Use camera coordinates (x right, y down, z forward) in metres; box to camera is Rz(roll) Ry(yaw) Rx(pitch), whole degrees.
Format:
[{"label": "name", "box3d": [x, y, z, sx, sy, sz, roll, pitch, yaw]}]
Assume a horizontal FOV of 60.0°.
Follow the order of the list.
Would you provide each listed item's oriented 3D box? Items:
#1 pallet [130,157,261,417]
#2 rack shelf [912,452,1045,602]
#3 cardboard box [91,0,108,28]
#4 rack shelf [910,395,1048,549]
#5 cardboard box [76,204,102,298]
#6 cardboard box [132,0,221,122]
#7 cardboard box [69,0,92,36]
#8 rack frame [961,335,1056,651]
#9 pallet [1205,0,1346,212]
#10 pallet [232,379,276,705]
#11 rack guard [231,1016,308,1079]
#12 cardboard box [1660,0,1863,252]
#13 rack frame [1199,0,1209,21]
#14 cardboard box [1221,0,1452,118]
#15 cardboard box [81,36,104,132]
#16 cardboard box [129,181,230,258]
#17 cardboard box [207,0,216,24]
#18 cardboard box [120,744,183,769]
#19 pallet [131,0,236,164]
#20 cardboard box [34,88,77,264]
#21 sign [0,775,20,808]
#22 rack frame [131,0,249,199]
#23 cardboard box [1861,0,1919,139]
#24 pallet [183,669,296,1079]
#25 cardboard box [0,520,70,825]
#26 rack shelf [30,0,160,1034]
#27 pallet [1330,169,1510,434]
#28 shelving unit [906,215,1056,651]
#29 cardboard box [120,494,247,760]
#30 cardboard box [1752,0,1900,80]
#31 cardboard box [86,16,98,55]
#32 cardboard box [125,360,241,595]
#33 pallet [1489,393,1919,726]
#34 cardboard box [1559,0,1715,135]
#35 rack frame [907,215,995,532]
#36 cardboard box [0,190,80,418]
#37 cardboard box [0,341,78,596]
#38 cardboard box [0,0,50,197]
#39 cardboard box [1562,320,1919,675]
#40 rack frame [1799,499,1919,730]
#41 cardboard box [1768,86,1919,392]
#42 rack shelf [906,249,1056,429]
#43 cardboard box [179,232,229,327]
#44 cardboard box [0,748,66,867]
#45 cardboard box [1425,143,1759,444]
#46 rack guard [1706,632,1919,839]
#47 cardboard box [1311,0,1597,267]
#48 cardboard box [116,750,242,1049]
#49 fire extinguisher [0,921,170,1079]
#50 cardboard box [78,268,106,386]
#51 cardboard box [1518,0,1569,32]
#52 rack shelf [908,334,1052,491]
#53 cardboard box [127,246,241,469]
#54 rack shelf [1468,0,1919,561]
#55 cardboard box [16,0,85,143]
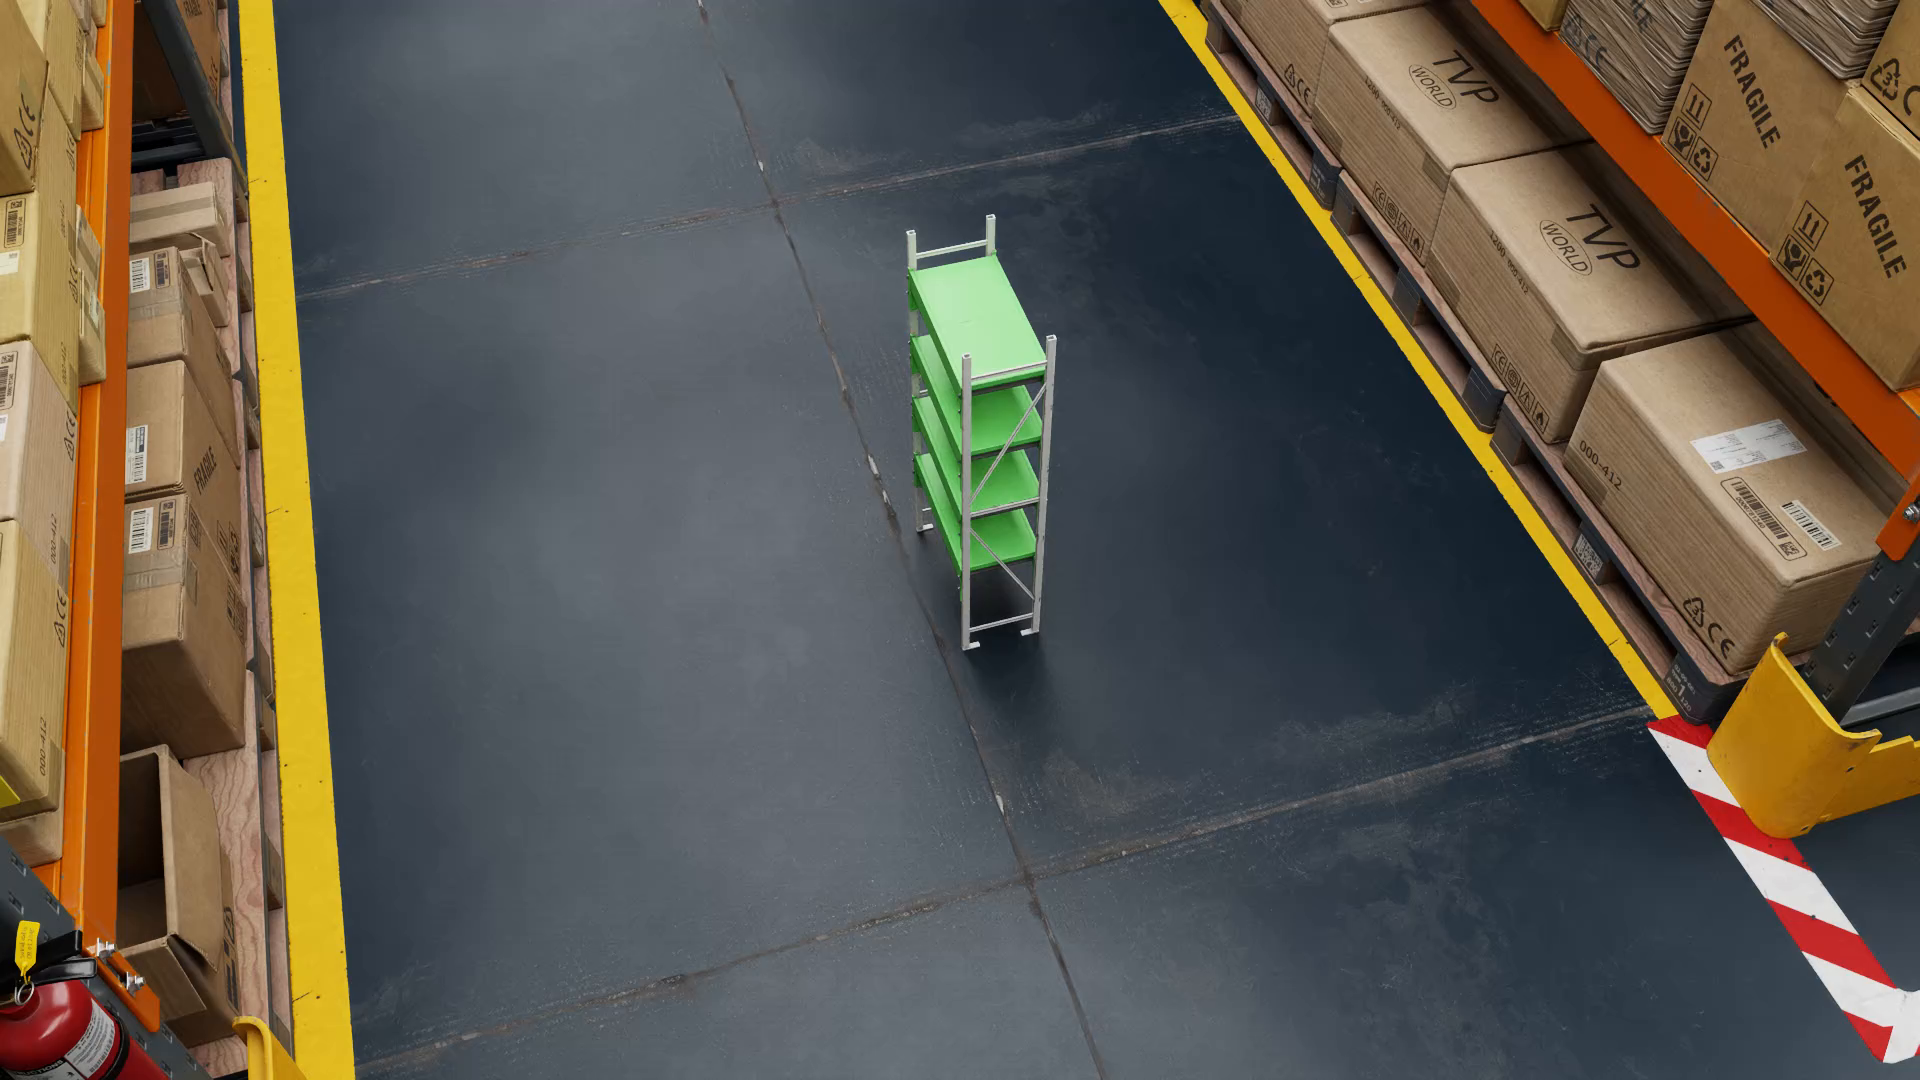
[{"label": "pallet", "box3d": [-3.010, -0.805, 5.791, 1.003, 0.211, 1.213, -13, 51, -11]}, {"label": "rack shelf", "box3d": [0.049, -0.070, 4.922, 0.258, 0.148, 0.480, -13, 51, -11]}, {"label": "cardboard box", "box3d": [-2.679, -1.579, 4.784, 0.380, 0.149, 0.250, -12, 51, -10]}, {"label": "rack shelf", "box3d": [0.049, -0.225, 4.738, 0.258, 0.148, 0.480, -13, 51, -11]}, {"label": "cardboard box", "box3d": [-2.295, -0.645, 3.996, 0.380, 0.149, 0.250, -12, 51, -10]}, {"label": "cardboard box", "box3d": [-3.140, -1.939, 6.283, 0.500, 0.500, 0.500, -11, 51, -9]}, {"label": "cardboard box", "box3d": [-2.666, -1.574, 4.518, 0.500, 0.250, 0.500, -13, 51, -11]}, {"label": "rack frame", "box3d": [0.121, -0.088, 4.539, 0.240, 1.200, 0.015, -13, 51, -11]}, {"label": "pallet", "box3d": [1.678, -1.859, 6.679, 1.003, 0.211, 1.213, -13, 51, -11]}, {"label": "pallet", "box3d": [-2.646, 0.088, 5.038, 1.003, 0.211, 1.213, -13, 51, -11]}, {"label": "rack guard", "box3d": [-2.052, 1.466, 3.687, 1.175, 0.500, 0.348, -13, 51, -11]}, {"label": "cardboard box", "box3d": [2.182, -1.104, 4.153, 0.500, 0.500, 0.500, -14, 51, -12]}, {"label": "rack frame", "box3d": [1.528, -3.331, 6.096, 1.000, 3.000, 0.127, -13, 51, -11]}, {"label": "cardboard box", "box3d": [1.611, -2.157, 6.508, 0.875, 0.438, 0.875, -14, 51, -12]}, {"label": "cardboard box", "box3d": [-2.525, -1.201, 4.465, 0.380, 0.149, 0.250, -14, 51, -12]}, {"label": "cardboard box", "box3d": [-2.767, -1.081, 5.790, 0.380, 0.149, 0.250, -15, 51, -12]}, {"label": "cardboard box", "box3d": [-3.307, -2.326, 6.609, 0.500, 0.500, 0.500, -14, 51, -11]}, {"label": "cardboard box", "box3d": [-2.208, 0.712, 4.278, 0.380, 0.149, 0.250, -15, 52, -12]}, {"label": "pallet", "box3d": [-3.489, -1.892, 6.707, 1.003, 0.211, 1.213, -13, 51, -11]}, {"label": "cardboard box", "box3d": [-2.380, -0.830, 3.892, 0.500, 0.250, 0.500, -15, 51, -12]}, {"label": "sign", "box3d": [-1.511, 0.314, 2.457, 0.100, 0.325, 0.005, -13, 51, -11]}, {"label": "rack frame", "box3d": [-3.212, -2.206, 5.147, 1.000, 3.000, 0.127, -13, 51, -11]}, {"label": "cardboard box", "box3d": [2.341, -1.062, 3.464, 0.500, 0.500, 0.500, -12, 51, -10]}, {"label": "pallet", "box3d": [-2.289, 0.977, 4.288, 1.003, 0.211, 1.213, -13, 51, -11]}, {"label": "cardboard box", "box3d": [-1.906, 0.276, 2.959, 0.500, 0.250, 0.500, -13, 51, -11]}, {"label": "rack shelf", "box3d": [-2.621, -0.513, 4.191, 1.077, 0.370, 4.000, -13, 51, -11]}, {"label": "pallet", "box3d": [2.043, -0.966, 5.926, 1.003, 0.211, 1.213, -13, 51, -11]}, {"label": "shelving unit", "box3d": [0.049, -0.266, 4.689, 0.258, 1.200, 0.503, -13, 51, -11]}, {"label": "cardboard box", "box3d": [-2.335, 0.285, 4.408, 0.700, 0.500, 0.500, -11, 51, -9]}, {"label": "cardboard box", "box3d": [2.159, -1.437, 3.780, 0.500, 0.500, 0.500, -13, 51, -11]}, {"label": "cardboard box", "box3d": [-2.627, -1.381, 4.617, 0.380, 0.149, 0.250, -12, 51, -10]}, {"label": "cardboard box", "box3d": [-2.396, -0.124, 4.753, 0.500, 0.500, 0.500, -12, 51, -10]}, {"label": "pallet", "box3d": [2.400, -0.077, 5.177, 1.003, 0.211, 1.213, -13, 51, -11]}, {"label": "cardboard box", "box3d": [2.020, -1.477, 4.468, 0.500, 0.500, 0.500, -12, 51, -10]}, {"label": "rack frame", "box3d": [-0.023, -0.444, 4.840, 0.240, 1.200, 0.015, -13, 51, -11]}, {"label": "cardboard box", "box3d": [-2.209, -0.462, 3.581, 0.500, 0.250, 0.500, -14, 51, -12]}, {"label": "cardboard box", "box3d": [-2.055, -0.092, 3.269, 0.500, 0.250, 0.500, -13, 51, -11]}, {"label": "cardboard box", "box3d": [-2.350, -1.061, 3.596, 0.500, 0.500, 0.500, -12, 51, -10]}, {"label": "cardboard box", "box3d": [2.420, -0.178, 4.839, 0.875, 0.438, 0.875, -15, 51, -12]}, {"label": "rack frame", "box3d": [2.711, -0.409, 3.633, 1.000, 3.000, 0.127, -13, 51, -11]}, {"label": "cardboard box", "box3d": [2.316, -0.734, 3.841, 0.500, 0.500, 0.500, -13, 51, -11]}, {"label": "rack shelf", "box3d": [0.049, -0.534, 4.371, 0.258, 0.148, 0.480, -13, 51, -11]}, {"label": "cardboard box", "box3d": [-2.661, -0.858, 5.525, 0.396, 0.266, 0.258, -12, 51, -10]}, {"label": "cardboard box", "box3d": [-1.864, 0.495, 3.035, 0.380, 0.149, 0.250, -14, 51, -11]}, {"label": "cardboard box", "box3d": [2.142, -0.845, 5.401, 0.875, 0.438, 0.875, -12, 51, -10]}, {"label": "rack guard", "box3d": [2.718, 0.414, 4.574, 1.175, 0.500, 0.348, -13, 51, -11]}, {"label": "cardboard box", "box3d": [1.877, -1.504, 5.957, 0.875, 0.438, 0.875, -15, 51, -12]}, {"label": "cardboard box", "box3d": [-2.120, 0.917, 3.873, 0.797, 0.503, 0.637, -15, 52, -12]}, {"label": "fire extinguisher", "box3d": [-1.544, 0.864, 2.854, 0.296, 0.674, 0.183, -13, 51, -11]}, {"label": "cardboard box", "box3d": [-2.198, -0.457, 3.838, 0.380, 0.149, 0.250, -15, 51, -12]}, {"label": "cardboard box", "box3d": [1.855, -1.851, 4.783, 0.500, 0.500, 0.500, -12, 51, -10]}, {"label": "rack shelf", "box3d": [0.049, -0.379, 4.555, 0.258, 0.148, 0.480, -13, 51, -11]}, {"label": "cardboard box", "box3d": [-2.642, -0.473, 5.047, 0.700, 0.500, 0.500, -15, 52, -12]}, {"label": "rack shelf", "box3d": [2.120, -1.638, 5.139, 1.077, 0.370, 4.000, -13, 51, -11]}, {"label": "cardboard box", "box3d": [-2.531, -1.206, 4.209, 0.500, 0.250, 0.500, -14, 51, -11]}]
